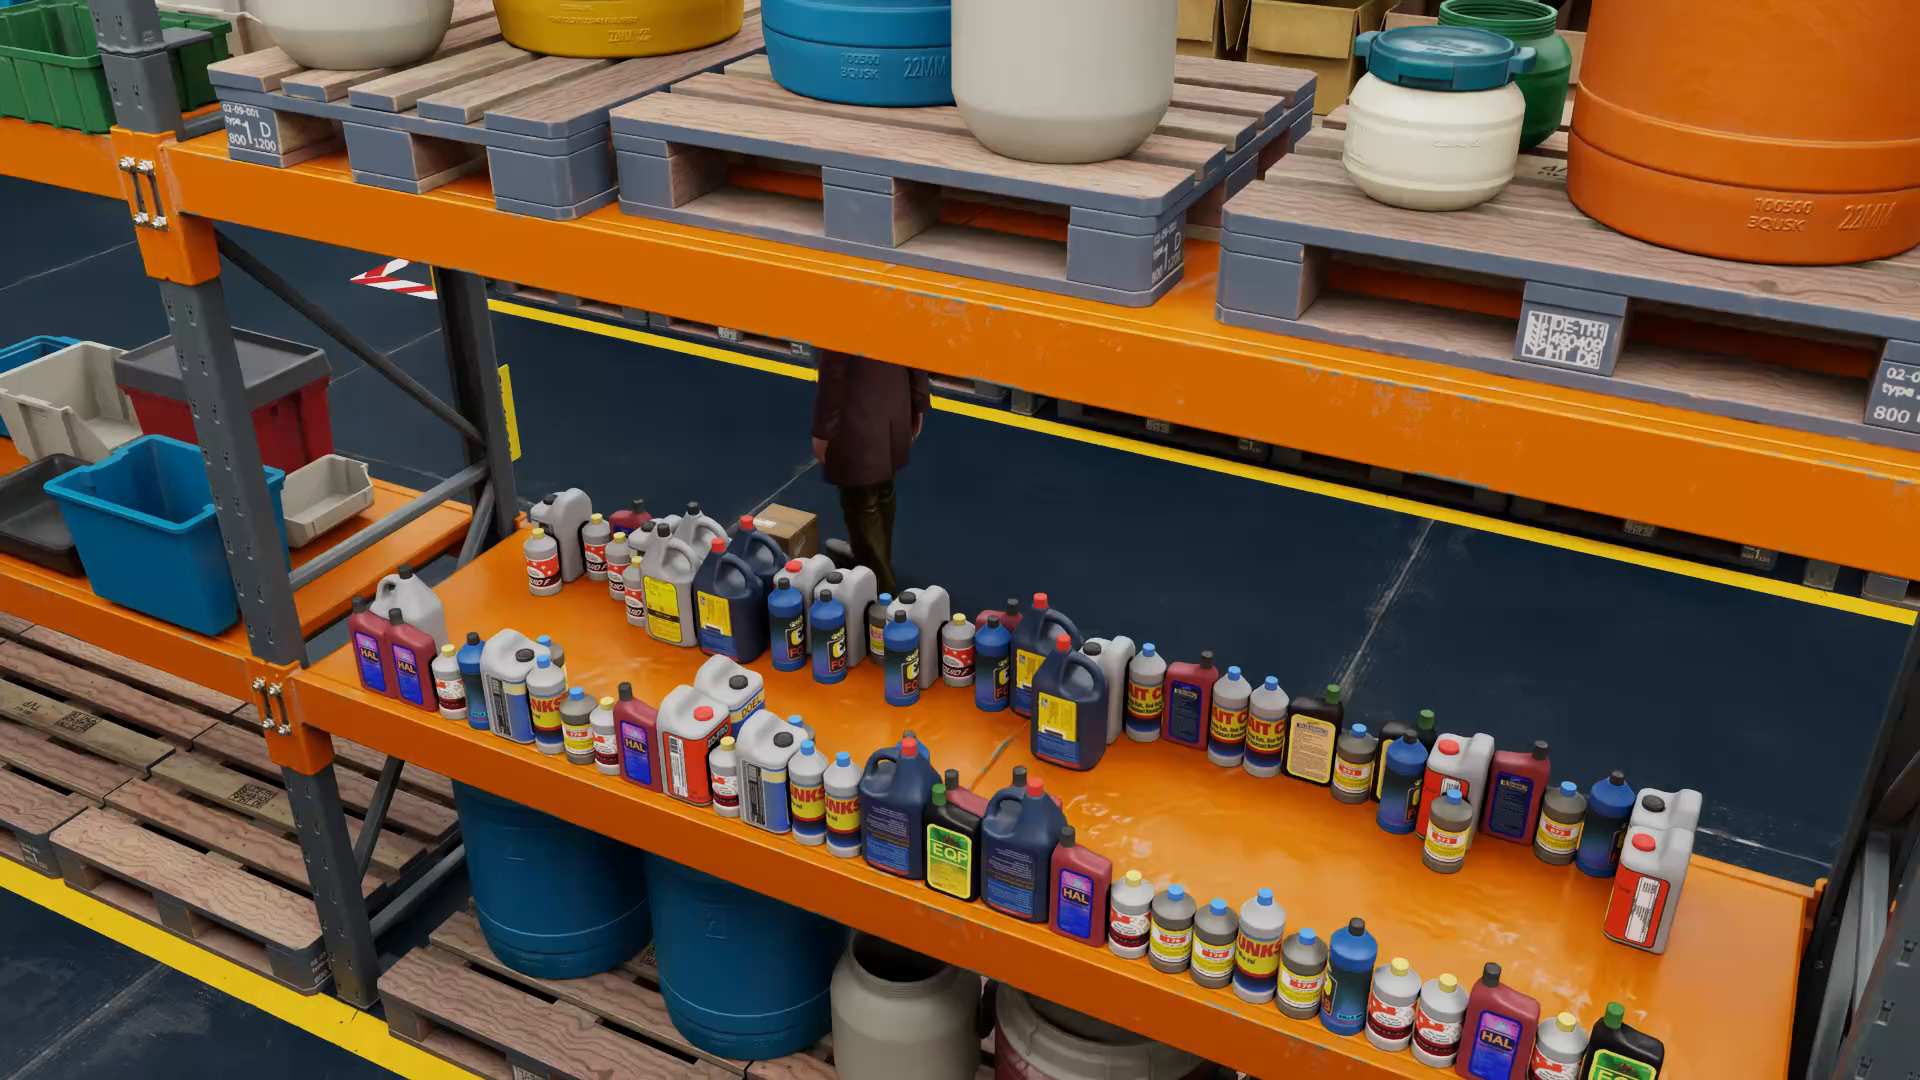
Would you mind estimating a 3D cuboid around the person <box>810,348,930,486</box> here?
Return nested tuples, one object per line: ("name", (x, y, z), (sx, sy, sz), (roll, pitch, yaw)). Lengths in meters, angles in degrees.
("person", (-0.401, -0.708, 6.928), (0.590, 0.930, 0.424), (-25, 38, -37))
